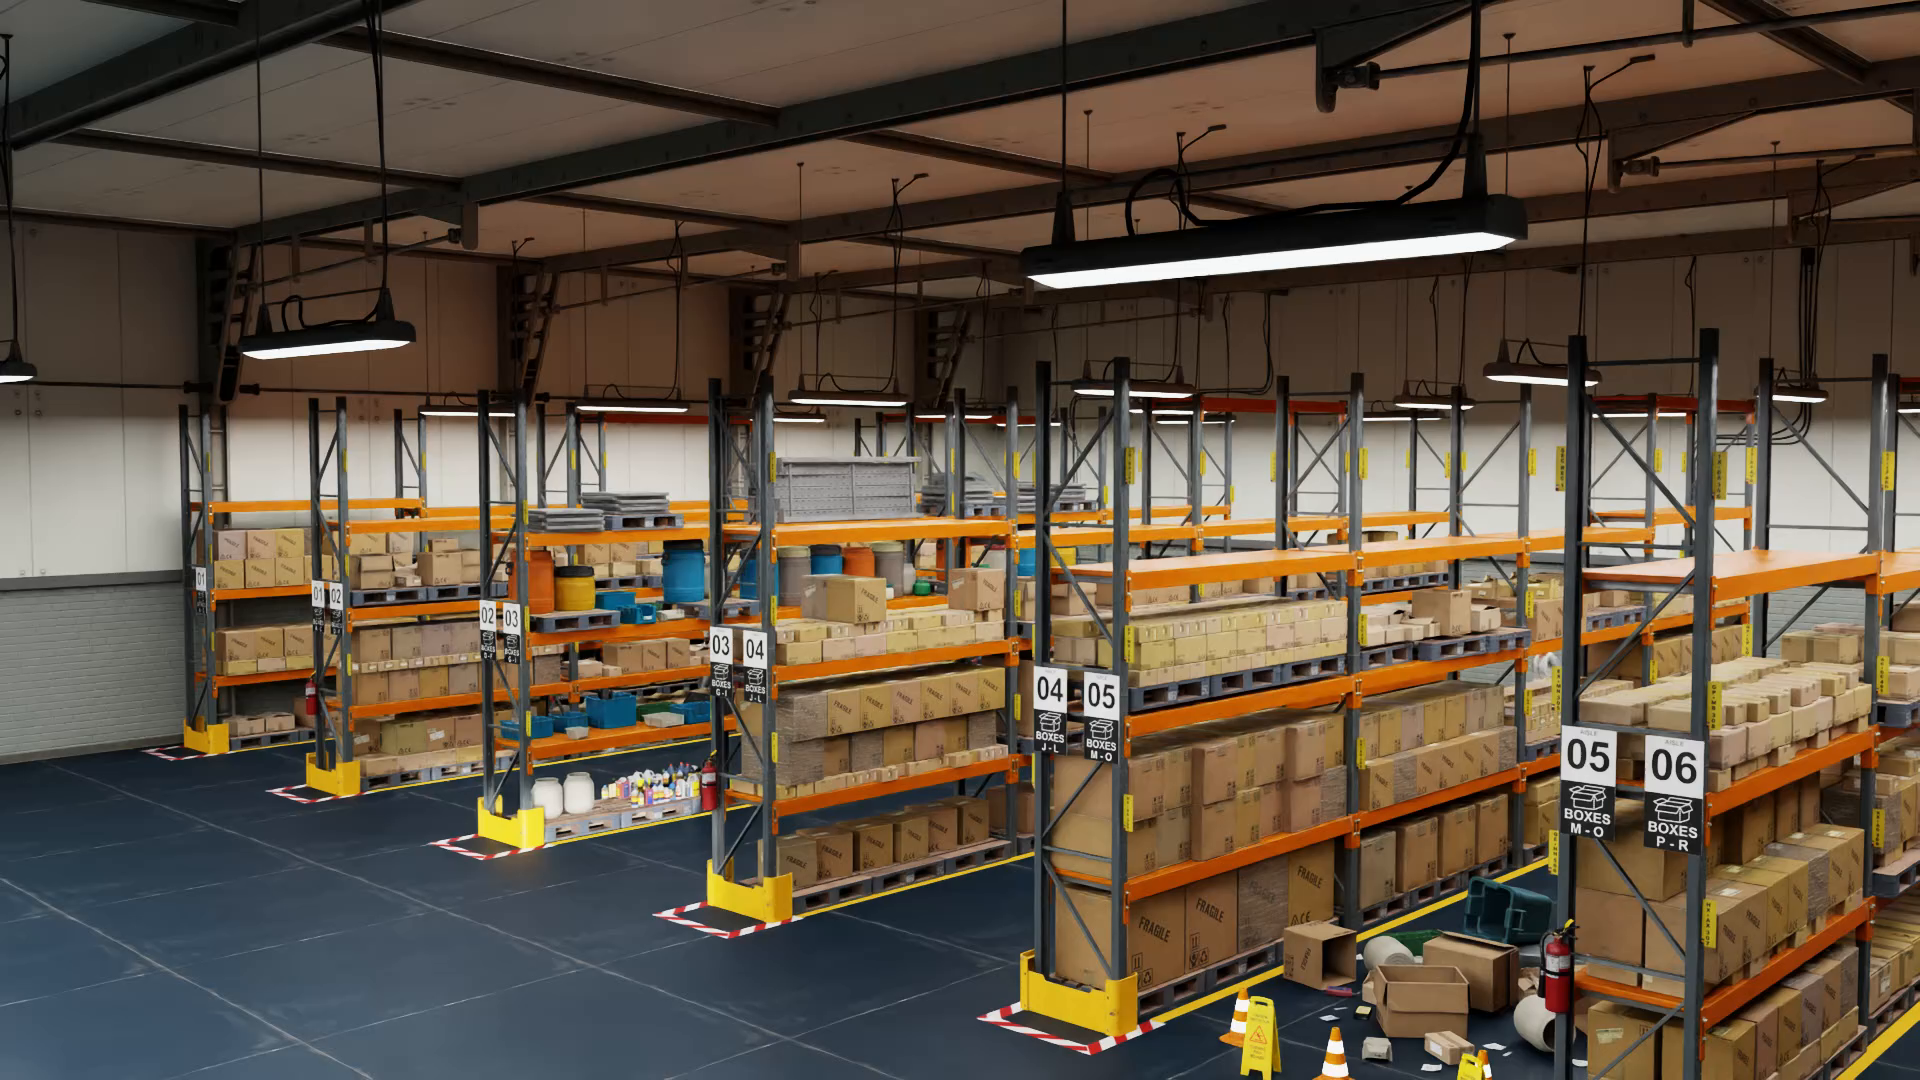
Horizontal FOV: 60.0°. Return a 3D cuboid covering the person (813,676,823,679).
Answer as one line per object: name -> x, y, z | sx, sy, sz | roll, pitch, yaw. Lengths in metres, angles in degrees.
person -> -2.670, 2.658, 30.584 | 0.907, 1.731, 0.565 | -2, 4, -31

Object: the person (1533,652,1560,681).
person -> 10.817, 2.695, 30.721 | 0.605, 1.817, 0.852 | 2, 4, 38

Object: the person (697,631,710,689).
person -> -5.039, 2.618, 32.945 | 0.543, 1.658, 0.778 | 1, 3, 23

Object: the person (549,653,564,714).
person -> -7.945, 2.572, 32.192 | 0.484, 1.780, 0.577 | -2, 3, -29
